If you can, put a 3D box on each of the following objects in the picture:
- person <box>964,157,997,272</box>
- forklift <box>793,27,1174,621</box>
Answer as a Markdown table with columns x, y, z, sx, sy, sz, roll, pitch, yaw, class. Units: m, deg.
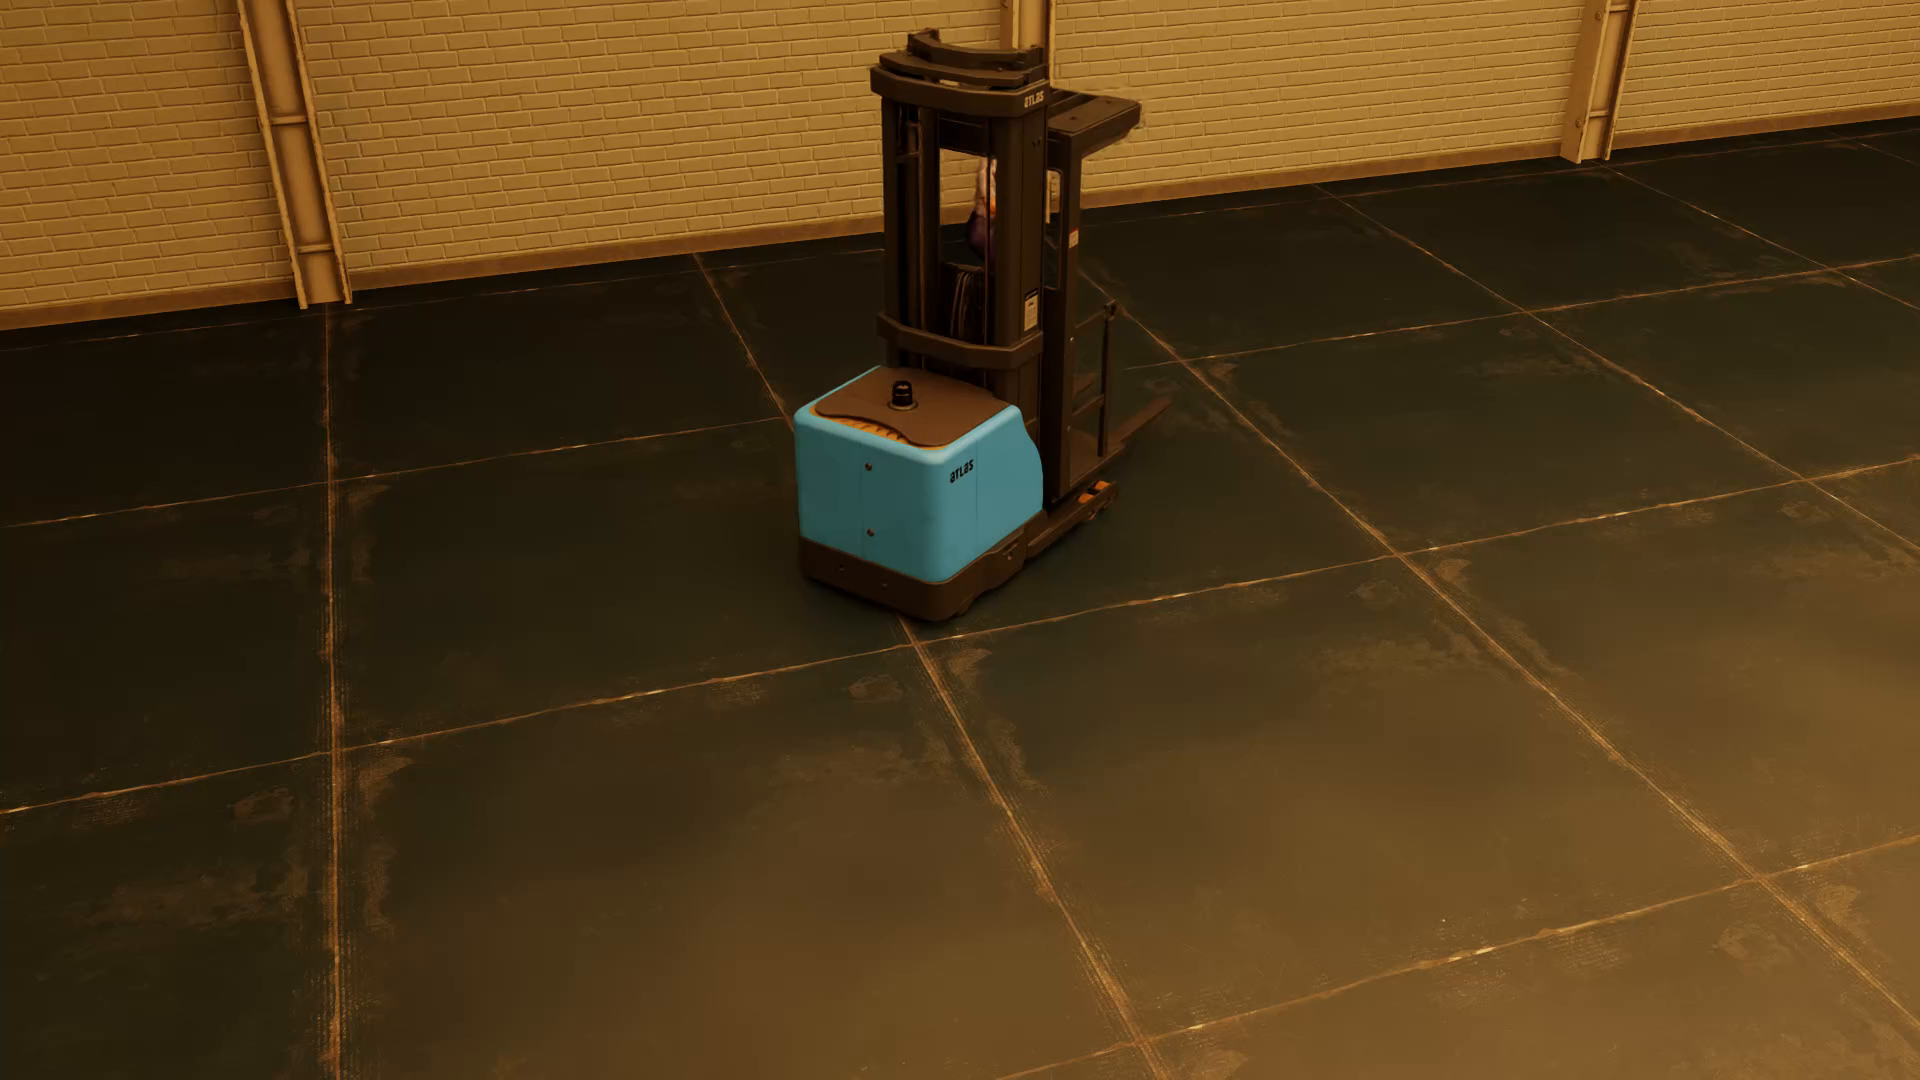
| x | y | z | sx | sy | sz | roll | pitch | yaw | class |
| --- | --- | --- | --- | --- | --- | --- | --- | --- | --- |
| 0.318 | -2.296 | 12.477 | 0.571 | 1.595 | 0.720 | -3 | 30 | -5 | person |
| 0.318 | -1.512 | 9.715 | 1.130 | 2.935 | 3.031 | 19 | 35 | 29 | forklift |
